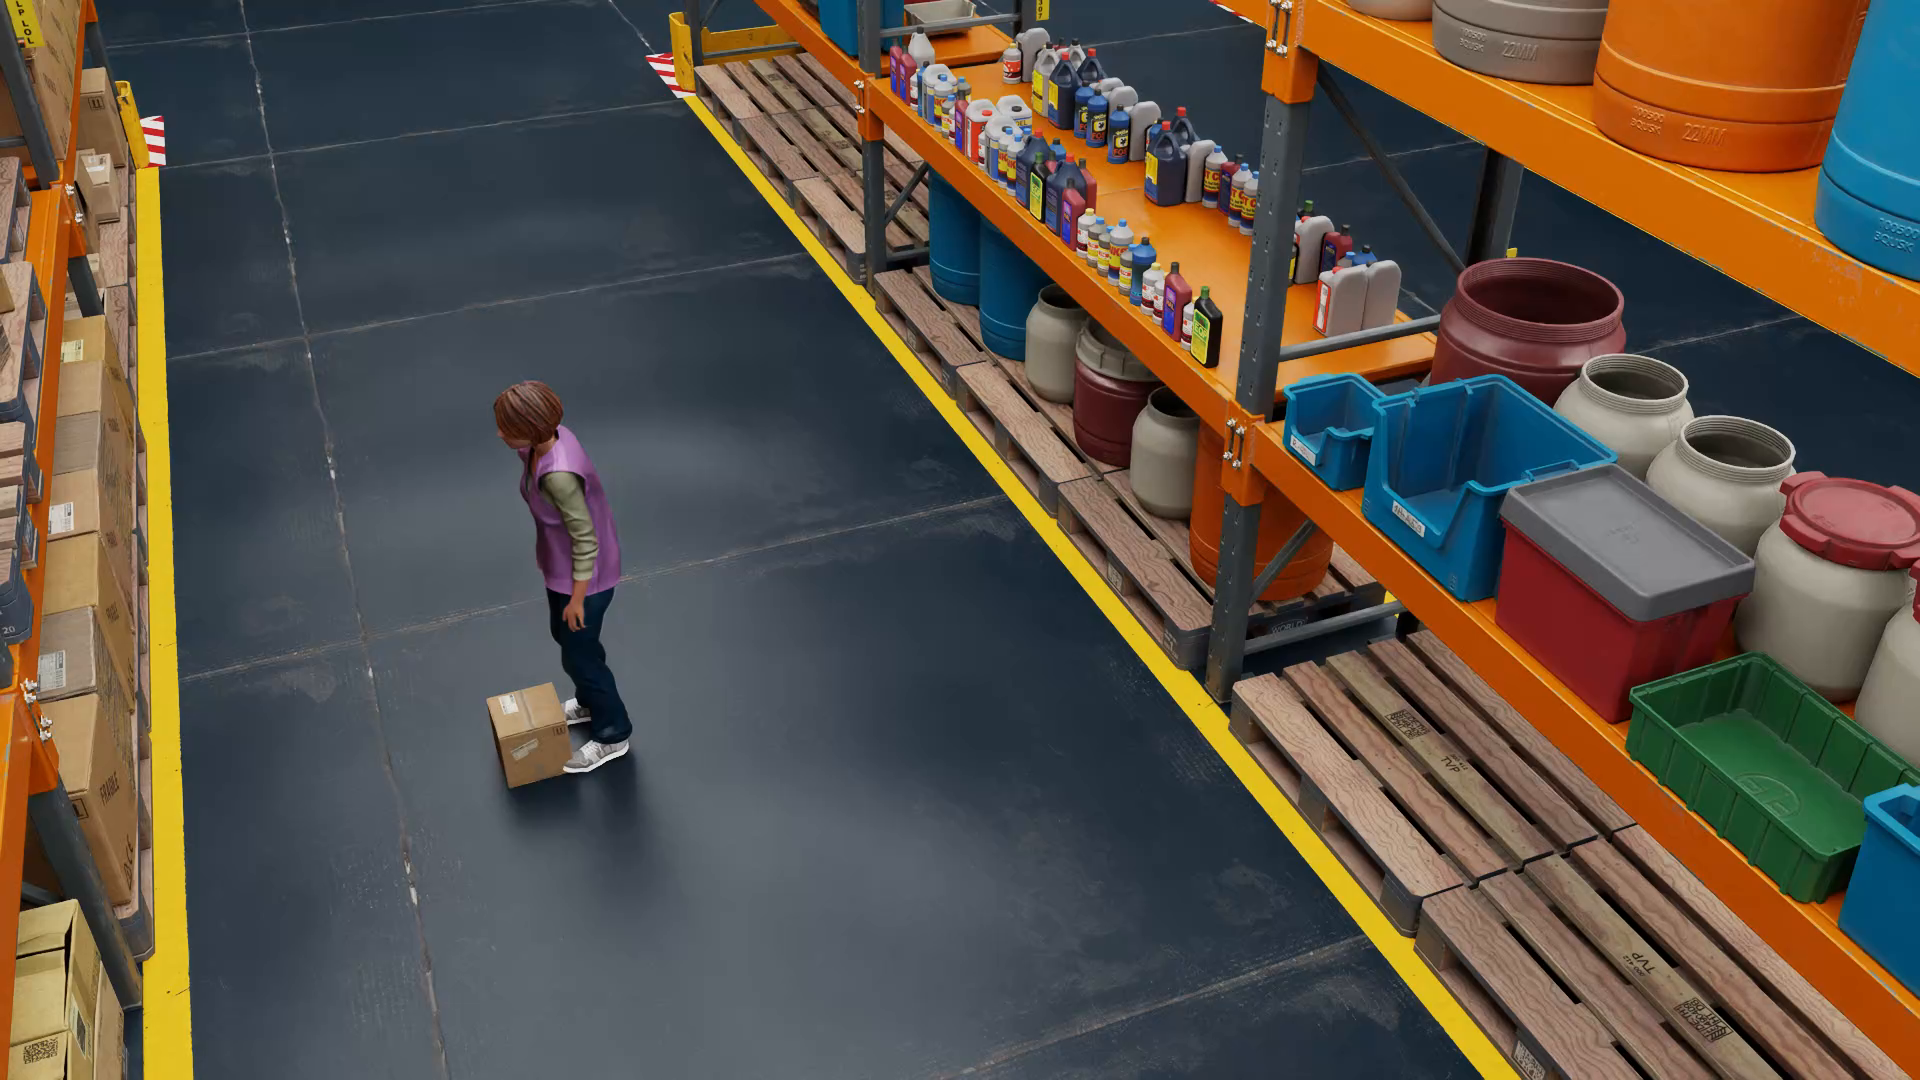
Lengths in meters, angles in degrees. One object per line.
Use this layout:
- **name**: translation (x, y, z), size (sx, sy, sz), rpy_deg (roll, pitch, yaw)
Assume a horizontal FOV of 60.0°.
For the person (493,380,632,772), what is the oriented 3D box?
- **person**: translation (-1.396, 0.122, 5.969), size (0.341, 1.594, 0.482), rpy_deg (-15, 37, -21)
